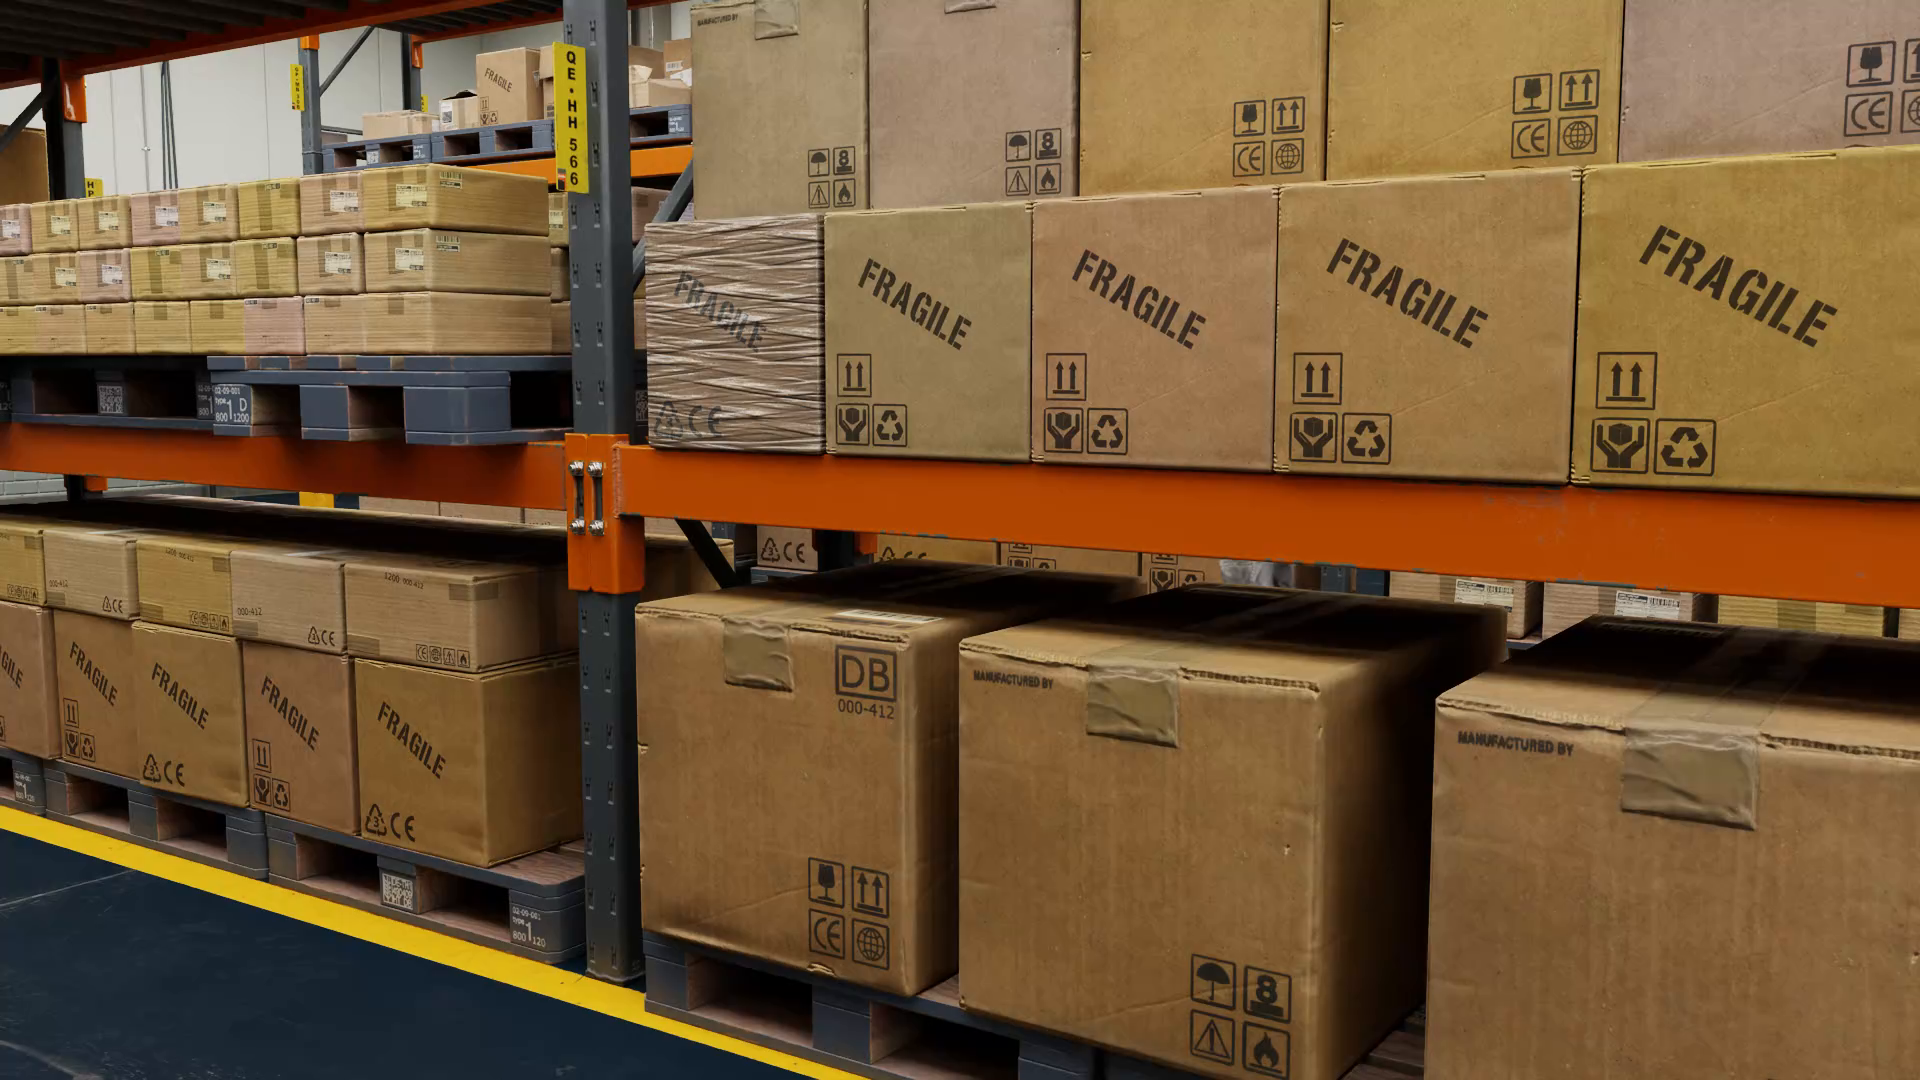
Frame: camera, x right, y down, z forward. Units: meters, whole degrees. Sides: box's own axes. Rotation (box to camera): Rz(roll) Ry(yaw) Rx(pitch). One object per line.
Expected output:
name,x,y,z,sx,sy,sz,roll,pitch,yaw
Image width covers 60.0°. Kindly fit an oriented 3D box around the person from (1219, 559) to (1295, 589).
person,1.226,-0.107,6.595,0.509,1.788,0.546,4,7,33
